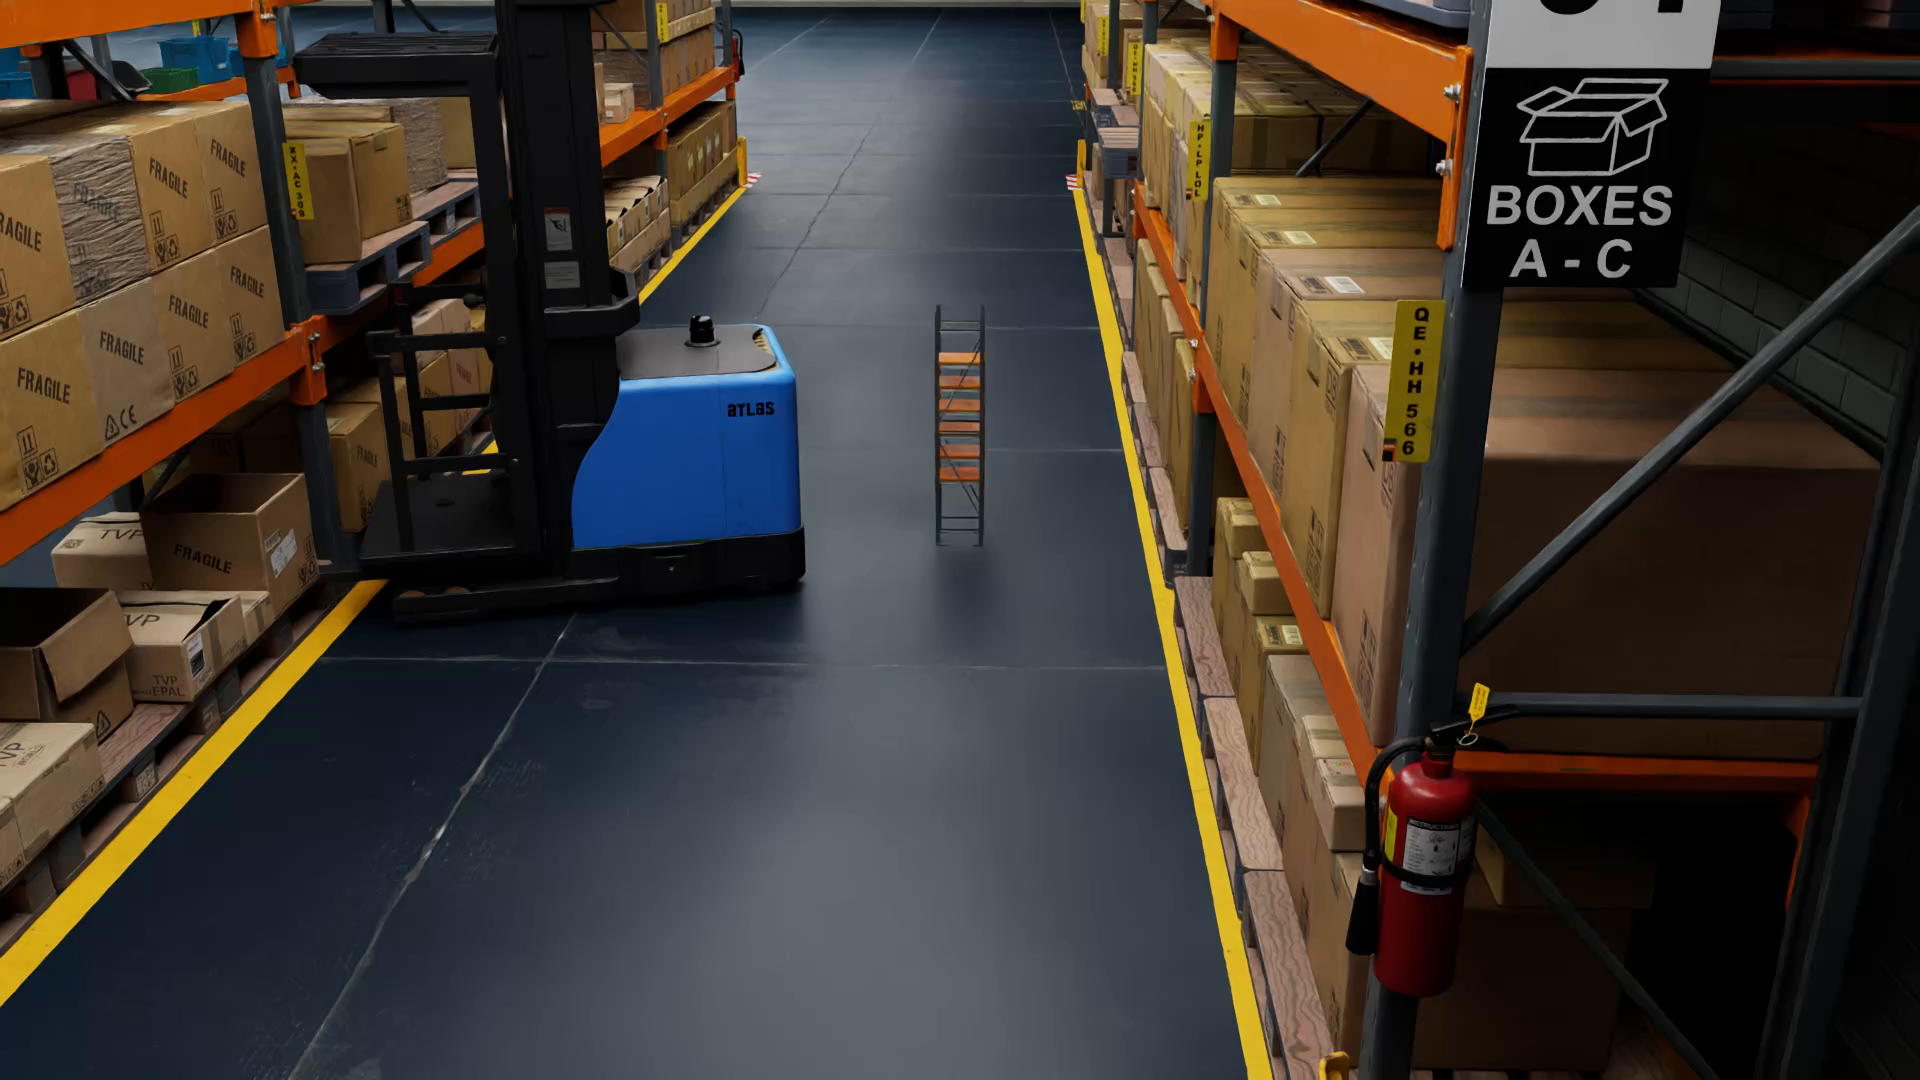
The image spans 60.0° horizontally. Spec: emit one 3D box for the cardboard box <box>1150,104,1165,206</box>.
[{"bbox_3d":[1.361,-2.192,9.454,0.500,0.500,0.500,1,21,1],"label":"cardboard box"}]

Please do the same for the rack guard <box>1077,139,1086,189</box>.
[{"bbox_3d":[1.914,-4.238,18.761,1.175,0.500,0.348,1,21,2],"label":"rack guard"}]

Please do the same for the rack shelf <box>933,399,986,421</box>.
[{"bbox_3d":[0.000,-0.635,8.298,0.258,0.103,0.180,1,21,2],"label":"rack shelf"}]

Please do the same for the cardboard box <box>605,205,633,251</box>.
[{"bbox_3d":[-2.928,-2.514,13.306,0.500,0.311,0.500,0,21,1],"label":"cardboard box"}]

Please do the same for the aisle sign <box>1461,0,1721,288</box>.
[{"bbox_3d":[1.128,-0.835,2.942,0.394,0.787,0.004,1,21,2],"label":"aisle sign"}]

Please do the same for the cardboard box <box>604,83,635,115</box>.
[{"bbox_3d":[-3.128,-3.790,14.357,0.500,0.250,0.500,2,21,5],"label":"cardboard box"}]

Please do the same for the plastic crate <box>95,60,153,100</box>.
[{"bbox_3d":[-7.964,-4.253,15.429,0.767,0.338,0.504,1,21,2],"label":"plastic crate"}]

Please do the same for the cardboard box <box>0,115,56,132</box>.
[{"bbox_3d":[-3.711,-1.305,6.224,0.500,0.500,0.500,0,21,0],"label":"cardboard box"}]

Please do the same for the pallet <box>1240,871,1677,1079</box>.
[{"bbox_3d":[1.376,1.364,4.722,1.003,0.211,1.213,1,21,2],"label":"pallet"}]

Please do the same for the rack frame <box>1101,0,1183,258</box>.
[{"bbox_3d":[1.795,-3.985,14.653,1.000,3.000,0.127,1,21,2],"label":"rack frame"}]

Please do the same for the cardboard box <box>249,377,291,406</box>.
[{"bbox_3d":[-3.648,-0.546,8.636,0.500,0.500,0.500,1,21,2],"label":"cardboard box"}]

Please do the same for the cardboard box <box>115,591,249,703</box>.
[{"bbox_3d":[-3.156,0.383,6.504,0.500,0.311,0.500,1,21,2],"label":"cardboard box"}]

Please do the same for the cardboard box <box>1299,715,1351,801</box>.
[{"bbox_3d":[1.180,0.626,4.748,0.380,0.149,0.250,1,21,3],"label":"cardboard box"}]

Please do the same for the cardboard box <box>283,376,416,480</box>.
[{"bbox_3d":[-3.136,-0.551,8.649,0.500,0.500,0.500,1,21,2],"label":"cardboard box"}]

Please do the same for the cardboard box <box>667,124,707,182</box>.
[{"bbox_3d":[-2.799,-3.827,16.431,0.500,0.500,0.500,1,21,2],"label":"cardboard box"}]

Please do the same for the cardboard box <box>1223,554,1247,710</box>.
[{"bbox_3d":[1.408,0.328,6.412,0.700,0.500,0.500,0,21,1],"label":"cardboard box"}]

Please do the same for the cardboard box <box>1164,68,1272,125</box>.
[{"bbox_3d":[1.366,-2.362,8.856,0.500,0.250,0.500,0,21,1],"label":"cardboard box"}]

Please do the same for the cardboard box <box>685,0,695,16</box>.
[{"bbox_3d":[-3.088,-5.576,16.820,0.700,0.500,0.500,1,21,2],"label":"cardboard box"}]

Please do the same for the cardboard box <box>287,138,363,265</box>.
[{"bbox_3d":[-3.162,-1.557,7.676,0.700,0.500,0.500,-7,22,-17],"label":"cardboard box"}]

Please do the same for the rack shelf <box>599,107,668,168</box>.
[{"bbox_3d":[-3.217,-2.980,13.056,1.077,0.370,4.000,1,21,2],"label":"rack shelf"}]

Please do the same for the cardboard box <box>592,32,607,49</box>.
[{"bbox_3d":[-3.362,-4.488,14.914,0.380,0.149,0.250,1,21,2],"label":"cardboard box"}]

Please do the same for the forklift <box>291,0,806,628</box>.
[{"bbox_3d":[-2.308,-1.178,7.513,3.031,2.935,1.130,-5,22,-12],"label":"forklift"}]

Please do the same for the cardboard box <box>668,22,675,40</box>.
[{"bbox_3d":[-2.925,-4.852,15.851,0.380,0.149,0.250,0,21,0],"label":"cardboard box"}]

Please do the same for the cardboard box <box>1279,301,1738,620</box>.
[{"bbox_3d":[1.447,-0.234,4.570,0.980,0.700,0.700,0,21,1],"label":"cardboard box"}]

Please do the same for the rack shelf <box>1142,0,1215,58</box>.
[{"bbox_3d":[1.613,-2.879,8.649,1.077,0.370,4.000,1,21,2],"label":"rack shelf"}]

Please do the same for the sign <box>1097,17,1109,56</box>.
[{"bbox_3d":[1.253,-4.392,14.504,0.100,0.325,0.005,1,21,2],"label":"sign"}]

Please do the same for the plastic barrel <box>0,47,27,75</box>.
[{"bbox_3d":[-8.422,-4.191,14.492,0.600,0.901,0.708,1,21,2],"label":"plastic barrel"}]

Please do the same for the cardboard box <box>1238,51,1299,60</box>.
[{"bbox_3d":[1.900,-2.729,9.802,0.500,0.250,0.500,0,21,0],"label":"cardboard box"}]

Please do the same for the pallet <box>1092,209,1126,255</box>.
[{"bbox_3d":[1.780,-2.928,15.784,1.003,0.211,1.213,1,21,2],"label":"pallet"}]

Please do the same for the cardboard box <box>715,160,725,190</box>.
[{"bbox_3d":[-2.772,-3.839,17.498,0.500,0.250,0.500,1,21,2],"label":"cardboard box"}]

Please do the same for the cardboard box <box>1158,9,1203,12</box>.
[{"bbox_3d":[2.058,-4.809,15.919,0.500,0.500,0.500,1,21,3],"label":"cardboard box"}]

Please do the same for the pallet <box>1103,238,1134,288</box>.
[{"bbox_3d":[1.773,-2.404,14.432,1.003,0.211,1.213,1,21,2],"label":"pallet"}]

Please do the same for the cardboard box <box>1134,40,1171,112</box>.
[{"bbox_3d":[1.733,-3.613,12.947,0.700,0.500,0.500,4,21,9],"label":"cardboard box"}]

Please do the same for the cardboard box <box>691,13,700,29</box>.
[{"bbox_3d":[-2.888,-5.320,17.059,0.380,0.149,0.250,1,21,3],"label":"cardboard box"}]

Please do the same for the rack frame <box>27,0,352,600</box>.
[{"bbox_3d":[-3.400,-1.146,7.335,1.000,3.000,0.127,1,21,2],"label":"rack frame"}]

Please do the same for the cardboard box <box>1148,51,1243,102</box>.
[{"bbox_3d":[1.386,-2.727,9.798,0.500,0.250,0.500,0,21,1],"label":"cardboard box"}]

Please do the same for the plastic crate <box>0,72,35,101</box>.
[{"bbox_3d":[-7.830,-3.684,13.900,0.392,0.384,0.575,1,21,2],"label":"plastic crate"}]

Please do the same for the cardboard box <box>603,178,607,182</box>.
[{"bbox_3d":[-3.418,-3.067,14.732,0.500,0.311,0.500,1,21,2],"label":"cardboard box"}]

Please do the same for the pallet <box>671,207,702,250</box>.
[{"bbox_3d":[-3.090,-3.025,16.034,1.003,0.211,1.213,1,21,2],"label":"pallet"}]

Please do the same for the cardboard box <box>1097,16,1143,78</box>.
[{"bbox_3d":[1.500,-4.448,14.990,0.500,0.500,0.500,1,21,1],"label":"cardboard box"}]

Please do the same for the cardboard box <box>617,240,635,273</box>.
[{"bbox_3d":[-2.928,-2.247,13.394,0.500,0.250,0.500,1,21,3],"label":"cardboard box"}]

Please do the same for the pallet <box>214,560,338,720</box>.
[{"bbox_3d":[-3.422,0.403,7.199,1.003,0.211,1.213,1,21,2],"label":"pallet"}]

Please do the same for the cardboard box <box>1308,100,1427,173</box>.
[{"bbox_3d":[1.826,-1.800,7.408,0.500,0.250,0.500,1,21,3],"label":"cardboard box"}]

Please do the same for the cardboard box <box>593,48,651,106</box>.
[{"bbox_3d":[-3.149,-4.245,15.185,0.700,0.500,0.500,0,21,0],"label":"cardboard box"}]

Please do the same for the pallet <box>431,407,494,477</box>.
[{"bbox_3d":[-3.378,-0.582,9.738,1.003,0.211,1.213,1,21,2],"label":"pallet"}]

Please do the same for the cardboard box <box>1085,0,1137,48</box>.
[{"bbox_3d":[1.577,-5.372,17.371,0.500,0.500,0.500,1,21,2],"label":"cardboard box"}]

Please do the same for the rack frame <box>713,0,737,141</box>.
[{"bbox_3d":[-3.035,-5.484,18.517,1.000,3.000,0.127,1,21,2],"label":"rack frame"}]

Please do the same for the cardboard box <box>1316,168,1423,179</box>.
[{"bbox_3d":[1.818,-1.451,7.544,0.500,0.500,0.500,0,21,0],"label":"cardboard box"}]

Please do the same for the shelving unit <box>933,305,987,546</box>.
[{"bbox_3d":[0.000,-0.565,8.325,0.258,1.200,0.189,1,21,2],"label":"shelving unit"}]

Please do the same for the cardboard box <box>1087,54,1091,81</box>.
[{"bbox_3d":[1.562,-4.826,16.999,0.500,0.250,0.500,0,21,1],"label":"cardboard box"}]

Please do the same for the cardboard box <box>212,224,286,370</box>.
[{"bbox_3d":[-3.158,-1.009,6.844,0.500,0.500,0.500,1,21,3],"label":"cardboard box"}]

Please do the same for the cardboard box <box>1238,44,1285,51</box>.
[{"bbox_3d":[1.919,-2.916,10.284,0.500,0.250,0.500,1,21,3],"label":"cardboard box"}]

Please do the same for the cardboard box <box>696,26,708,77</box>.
[{"bbox_3d":[-3.073,-5.172,17.575,0.700,0.500,0.500,1,21,3],"label":"cardboard box"}]
